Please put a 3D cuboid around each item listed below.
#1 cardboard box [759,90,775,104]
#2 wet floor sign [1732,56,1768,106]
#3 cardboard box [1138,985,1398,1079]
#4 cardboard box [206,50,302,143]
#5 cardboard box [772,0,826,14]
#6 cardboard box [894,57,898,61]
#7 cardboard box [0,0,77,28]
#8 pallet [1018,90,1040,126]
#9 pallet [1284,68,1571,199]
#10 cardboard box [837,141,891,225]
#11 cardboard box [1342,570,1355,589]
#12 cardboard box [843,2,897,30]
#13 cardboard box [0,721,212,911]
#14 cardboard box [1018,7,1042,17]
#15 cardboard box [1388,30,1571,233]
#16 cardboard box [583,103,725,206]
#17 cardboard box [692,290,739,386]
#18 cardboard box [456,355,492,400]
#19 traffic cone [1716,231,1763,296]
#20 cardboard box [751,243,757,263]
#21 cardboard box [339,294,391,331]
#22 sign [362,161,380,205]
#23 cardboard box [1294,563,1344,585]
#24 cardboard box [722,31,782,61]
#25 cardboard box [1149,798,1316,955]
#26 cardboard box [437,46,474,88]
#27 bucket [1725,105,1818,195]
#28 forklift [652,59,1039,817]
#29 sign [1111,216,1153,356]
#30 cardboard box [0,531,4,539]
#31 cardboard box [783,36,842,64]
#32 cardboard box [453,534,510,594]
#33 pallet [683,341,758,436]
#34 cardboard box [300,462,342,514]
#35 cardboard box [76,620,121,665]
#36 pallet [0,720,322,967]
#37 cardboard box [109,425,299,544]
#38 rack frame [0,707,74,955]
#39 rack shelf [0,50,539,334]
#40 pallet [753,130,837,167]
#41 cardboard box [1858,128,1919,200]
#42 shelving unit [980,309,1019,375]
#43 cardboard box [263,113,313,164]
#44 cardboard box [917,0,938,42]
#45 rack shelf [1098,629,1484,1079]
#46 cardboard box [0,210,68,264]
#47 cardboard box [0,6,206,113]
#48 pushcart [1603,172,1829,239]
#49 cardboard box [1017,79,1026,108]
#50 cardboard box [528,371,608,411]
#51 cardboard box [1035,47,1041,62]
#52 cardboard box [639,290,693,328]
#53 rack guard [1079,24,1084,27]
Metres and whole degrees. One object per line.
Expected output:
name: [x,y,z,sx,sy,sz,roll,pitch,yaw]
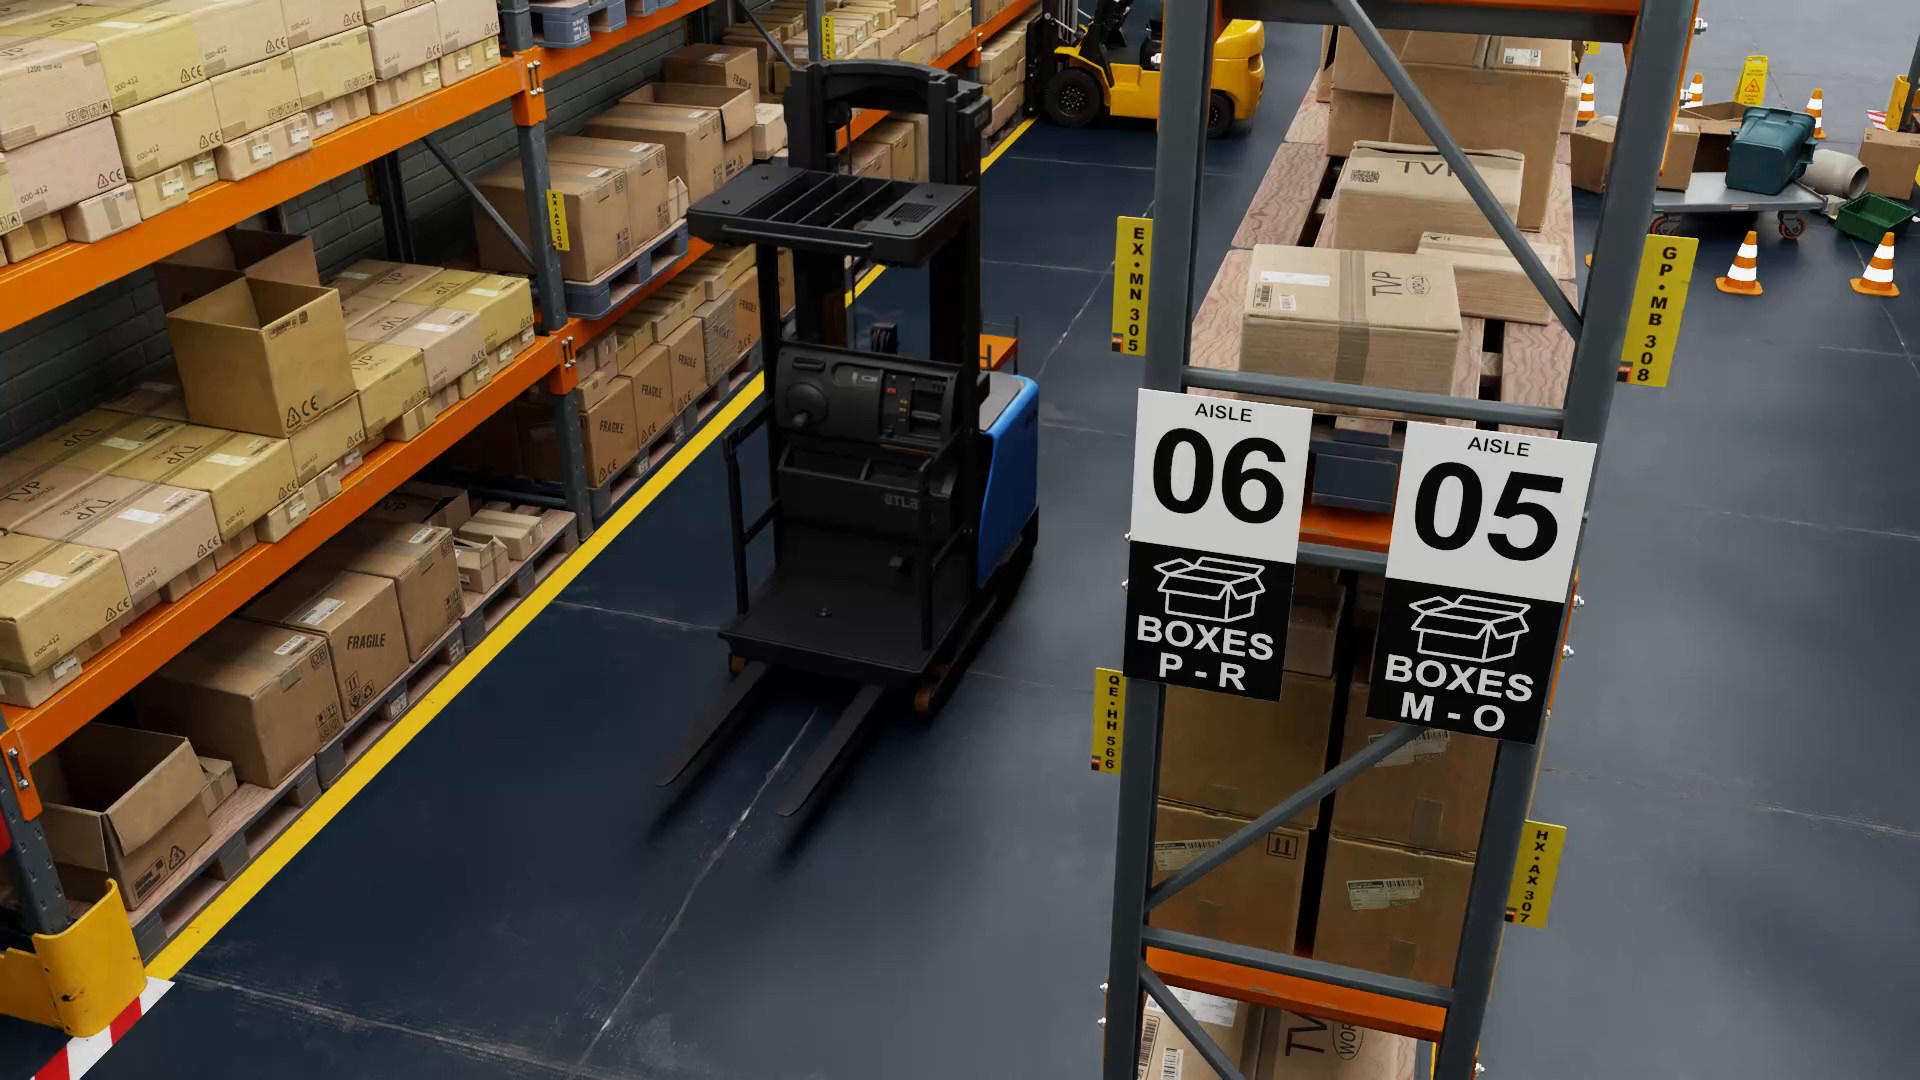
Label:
cardboard box: [-1.596,-3.431,12.986,0.500,0.250,0.500,8,30,14]
wet floor sign: [8.488,-4.870,17.841,0.267,0.644,0.232,3,29,6]
cardboard box: [1.013,1.788,5.653,0.875,0.438,0.875,7,30,13]
cardboard box: [-3.019,-1.795,6.653,0.500,0.250,0.500,8,30,14]
cardboard box: [-1.327,-4.370,13.749,0.380,0.149,0.250,8,30,14]
cardboard box: [-0.823,-3.830,13.704,0.500,0.250,0.500,8,30,13]
cardboard box: [-3.673,-1.856,6.249,0.500,0.250,0.500,9,30,15]
pallet: [0.320,-4.824,18.204,1.003,0.211,1.213,8,30,15]
pallet: [1.839,-1.579,6.508,1.003,0.211,1.213,8,30,15]
cardboard box: [-1.103,-2.990,14.049,0.875,0.625,0.625,9,30,17]
cardboard box: [0.954,0.188,5.196,0.500,0.500,0.500,9,30,15]
cardboard box: [-0.739,-4.286,13.598,0.380,0.149,0.250,9,30,16]
cardboard box: [-3.561,1.103,6.817,0.797,0.503,0.637,7,30,13]
cardboard box: [0.745,-5.655,18.198,0.500,0.250,0.500,9,30,16]
cardboard box: [1.650,-1.324,5.321,0.500,0.500,0.500,9,30,16]
cardboard box: [-1.919,-2.418,10.476,0.700,0.500,0.500,8,30,15]
cardboard box: [-1.845,-1.396,11.314,0.500,0.500,0.500,7,30,13]
cardboard box: [-2.618,-0.850,8.450,0.380,0.149,0.250,9,30,16]
traffic cone: [6.282,-2.241,13.303,0.336,0.463,0.334,8,30,15]
cardboard box: [-1.556,-2.113,11.934,0.380,0.149,0.250,7,30,13]
cardboard box: [-3.201,-1.031,8.366,0.500,0.250,0.500,8,30,14]
sign: [-3.189,-1.976,9.025,0.100,0.325,0.005,8,30,15]
cardboard box: [0.880,0.092,4.700,0.380,0.149,0.250,9,30,16]
cardboard box: [-1.581,-3.758,12.650,0.380,0.149,0.250,9,30,16]
cardboard box: [0.803,0.868,5.002,0.500,0.500,0.500,9,30,15]
cardboard box: [-2.555,-2.271,7.919,0.380,0.149,0.250,8,30,15]
bucket: [7.035,-3.370,14.526,0.726,0.611,0.620,20,45,32]
forklift: [-0.533,-0.643,7.892,1.130,2.935,3.031,10,31,17]
sign: [0.400,-0.574,3.781,0.100,0.325,0.005,8,30,15]
cardboard box: [-3.950,0.151,6.242,0.500,0.250,0.500,9,30,16]
cardboard box: [-1.108,-3.684,12.517,0.380,0.149,0.250,9,30,16]
cardboard box: [-2.645,0.086,8.891,0.396,0.266,0.258,10,30,17]
pallet: [-2.099,-1.126,11.557,1.003,0.211,1.213,8,30,15]
cardboard box: [-2.989,-0.254,7.379,0.380,0.149,0.250,9,30,16]
cardboard box: [-3.442,0.338,6.315,0.380,0.149,0.250,9,30,16]
pallet: [-3.576,1.280,7.233,1.003,0.211,1.213,8,30,15]
cardboard box: [-3.147,-0.240,6.945,0.500,0.250,0.500,8,30,14]
rack frame: [-3.831,0.467,5.825,1.000,3.000,0.127,8,30,15]
rack shelf: [-3.244,-1.459,6.942,1.077,0.370,4.000,8,30,15]
pallet: [-1.615,-2.842,11.971,1.213,0.211,1.003,8,30,15]
cardboard box: [8.673,-3.521,15.562,0.500,0.500,0.500,14,32,23]
shelving unit: [0.142,-0.688,9.753,0.258,1.200,0.503,10,31,17]
cardboard box: [-2.904,-1.664,6.829,0.380,0.149,0.250,9,30,16]
cardboard box: [-0.509,-4.521,14.432,0.500,0.250,0.500,9,30,16]
rack shelf: [1.502,0.558,6.401,1.077,0.370,4.000,8,30,15]
cardboard box: [-3.372,-1.092,5.800,0.380,0.149,0.250,9,30,15]
cardboard box: [-3.160,-1.766,6.088,0.500,0.250,0.500,8,30,14]
pushcart: [6.631,-2.955,14.674,1.648,0.377,0.936,-1,29,-3]
cardboard box: [0.419,-4.749,17.597,0.500,0.250,0.500,9,30,16]
cardboard box: [-2.298,-0.896,9.746,0.380,0.149,0.250,10,31,17]
cardboard box: [0.582,-5.192,17.880,0.500,0.250,0.500,8,30,15]
cardboard box: [-1.974,-1.511,10.853,0.380,0.149,0.250,10,30,17]
rack guard: [0.872,-5.888,19.819,1.175,0.500,0.348,8,30,15]
